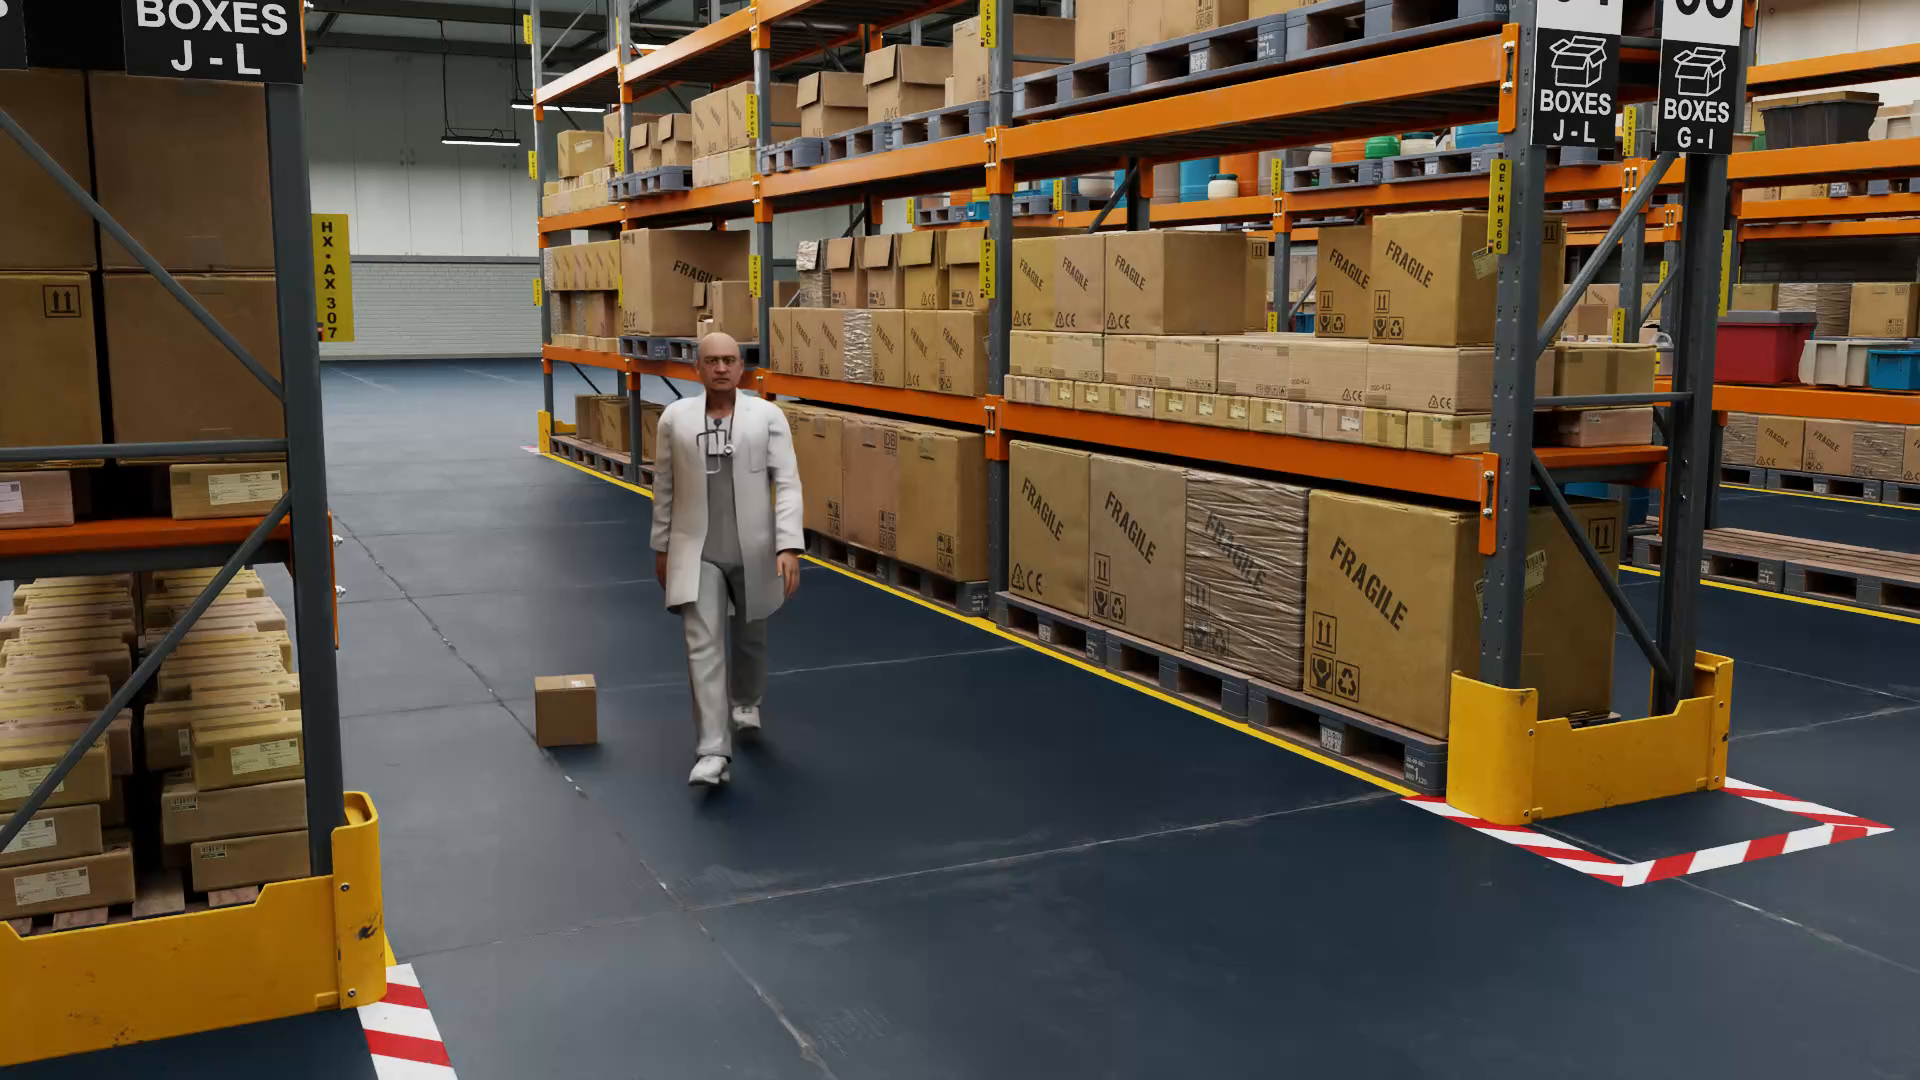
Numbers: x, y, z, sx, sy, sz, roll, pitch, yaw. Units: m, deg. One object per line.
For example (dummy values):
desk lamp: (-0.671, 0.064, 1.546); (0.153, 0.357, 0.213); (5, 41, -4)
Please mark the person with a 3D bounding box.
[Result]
person: (-0.932, 0.047, 6.627); (0.617, 1.737, 1.147); (-1, 8, -7)
